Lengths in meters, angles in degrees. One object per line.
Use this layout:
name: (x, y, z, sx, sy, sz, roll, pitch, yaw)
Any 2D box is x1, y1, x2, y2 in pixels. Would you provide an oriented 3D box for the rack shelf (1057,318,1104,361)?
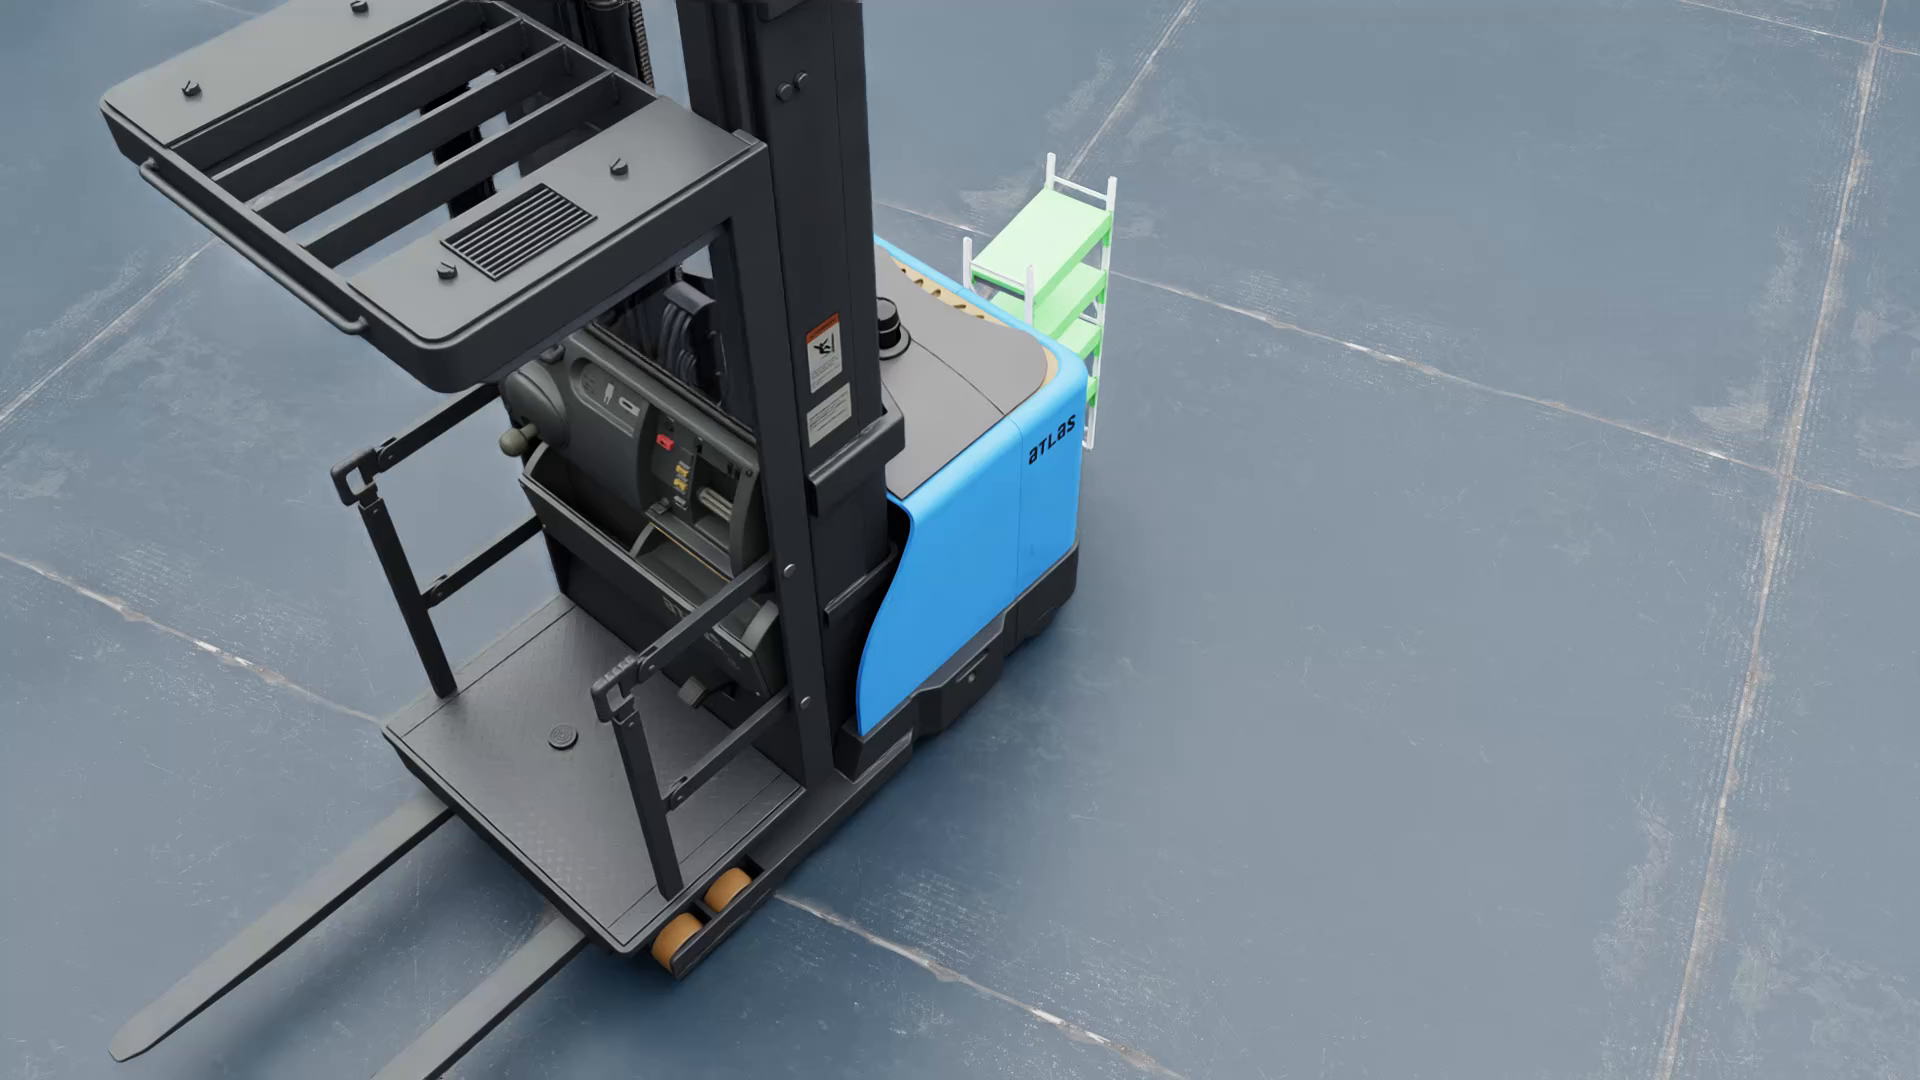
rack shelf: (0.246, -0.572, 5.533, 0.258, 0.148, 0.480, 26, 54, 21)

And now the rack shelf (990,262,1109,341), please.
rack shelf: (0.246, -0.728, 5.350, 0.258, 0.148, 0.480, 26, 54, 21)

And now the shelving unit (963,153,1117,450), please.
shelving unit: (0.246, -0.613, 5.484, 0.258, 1.200, 0.503, 26, 54, 21)

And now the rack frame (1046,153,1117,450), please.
rack frame: (0.378, -0.770, 5.617, 0.240, 1.200, 0.015, 26, 54, 21)

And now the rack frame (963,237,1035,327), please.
rack frame: (0.114, -0.457, 5.351, 0.240, 1.200, 0.015, 26, 54, 21)

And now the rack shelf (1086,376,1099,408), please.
rack shelf: (0.246, -0.417, 5.716, 0.258, 0.148, 0.480, 26, 54, 21)

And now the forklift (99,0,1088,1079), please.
forklift: (-0.969, -0.174, 3.973, 1.130, 2.935, 3.031, 34, 58, 26)

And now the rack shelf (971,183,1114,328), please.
rack shelf: (0.246, -0.883, 5.167, 0.258, 0.148, 0.480, 26, 54, 21)
